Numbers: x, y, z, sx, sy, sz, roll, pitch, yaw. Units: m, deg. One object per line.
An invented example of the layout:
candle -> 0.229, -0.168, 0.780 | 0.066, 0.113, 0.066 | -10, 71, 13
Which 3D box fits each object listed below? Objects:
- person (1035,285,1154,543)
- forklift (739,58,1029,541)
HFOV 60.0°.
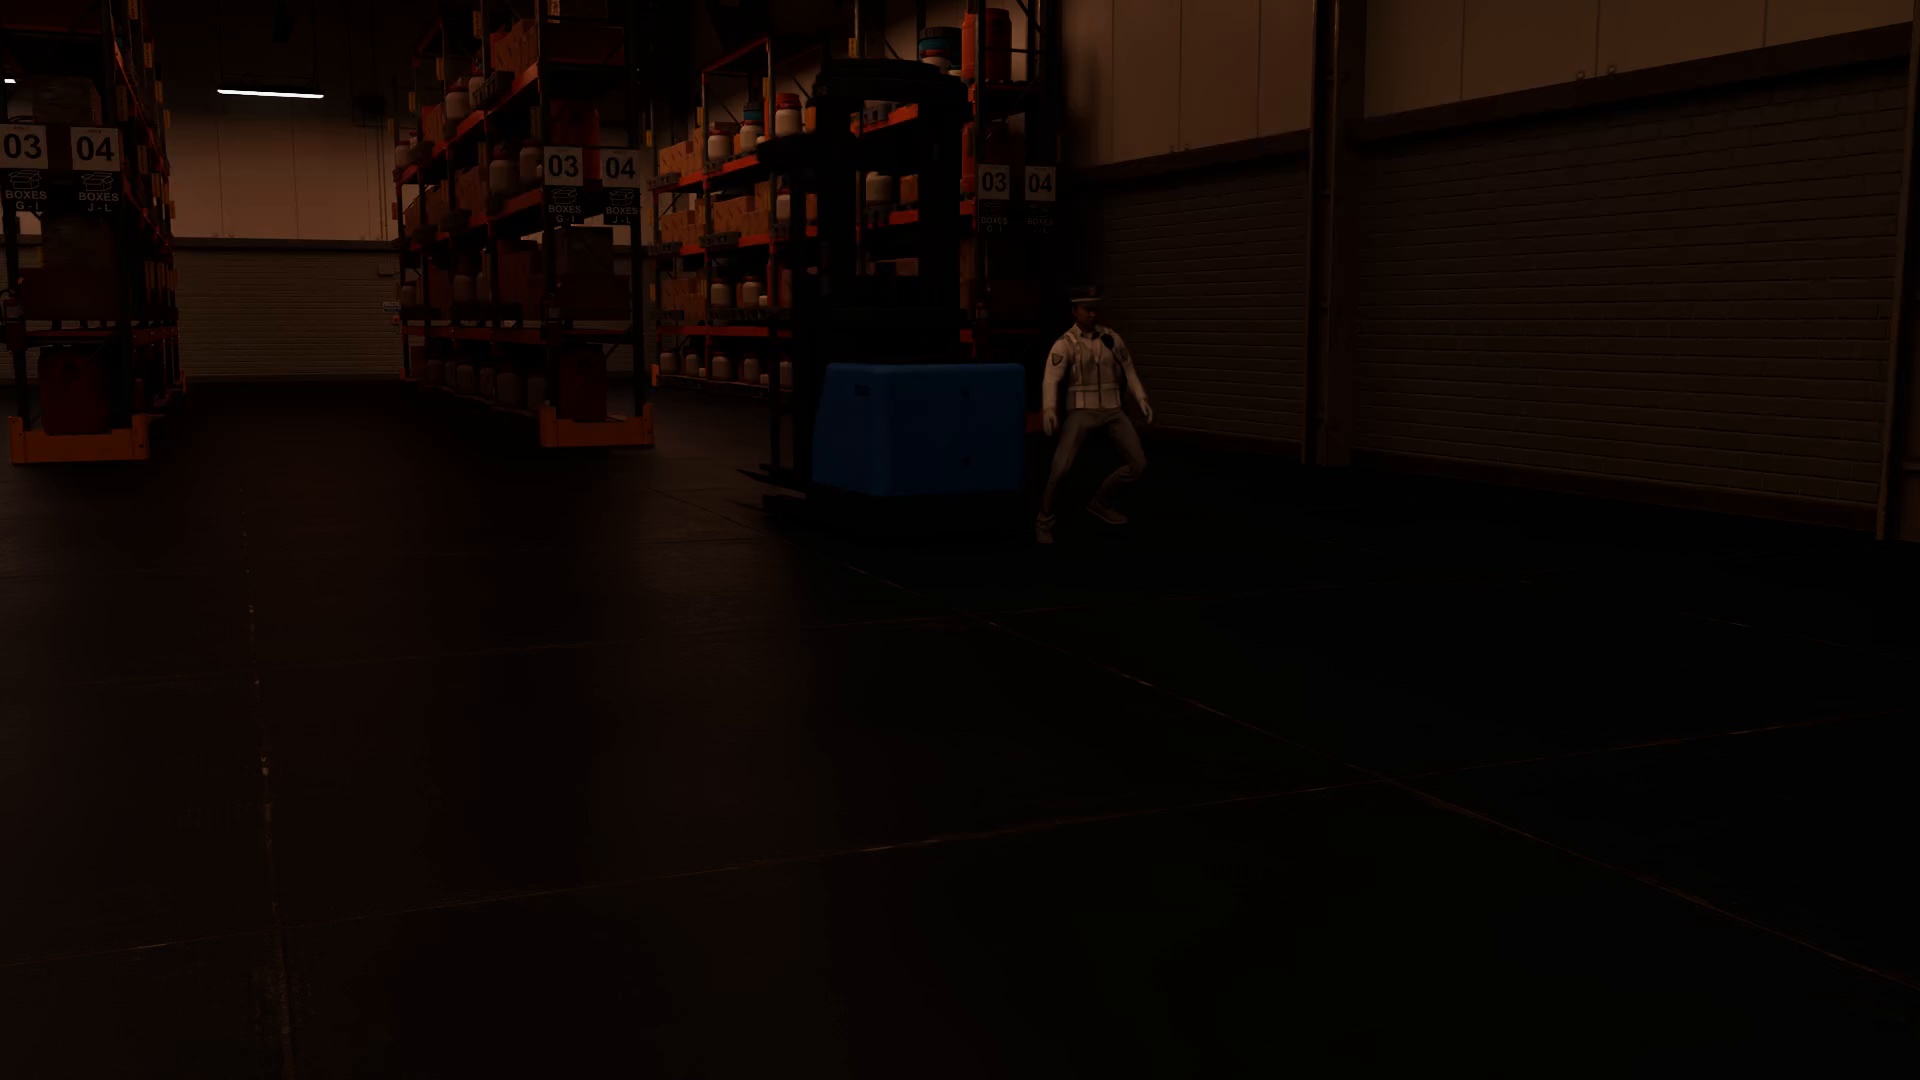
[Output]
person -> 0.800, -0.740, 10.080 | 0.721, 1.598, 0.490 | -2, 8, -13
forklift -> -0.684, -1.600, 11.078 | 1.130, 2.935, 3.031 | -4, 8, -26
